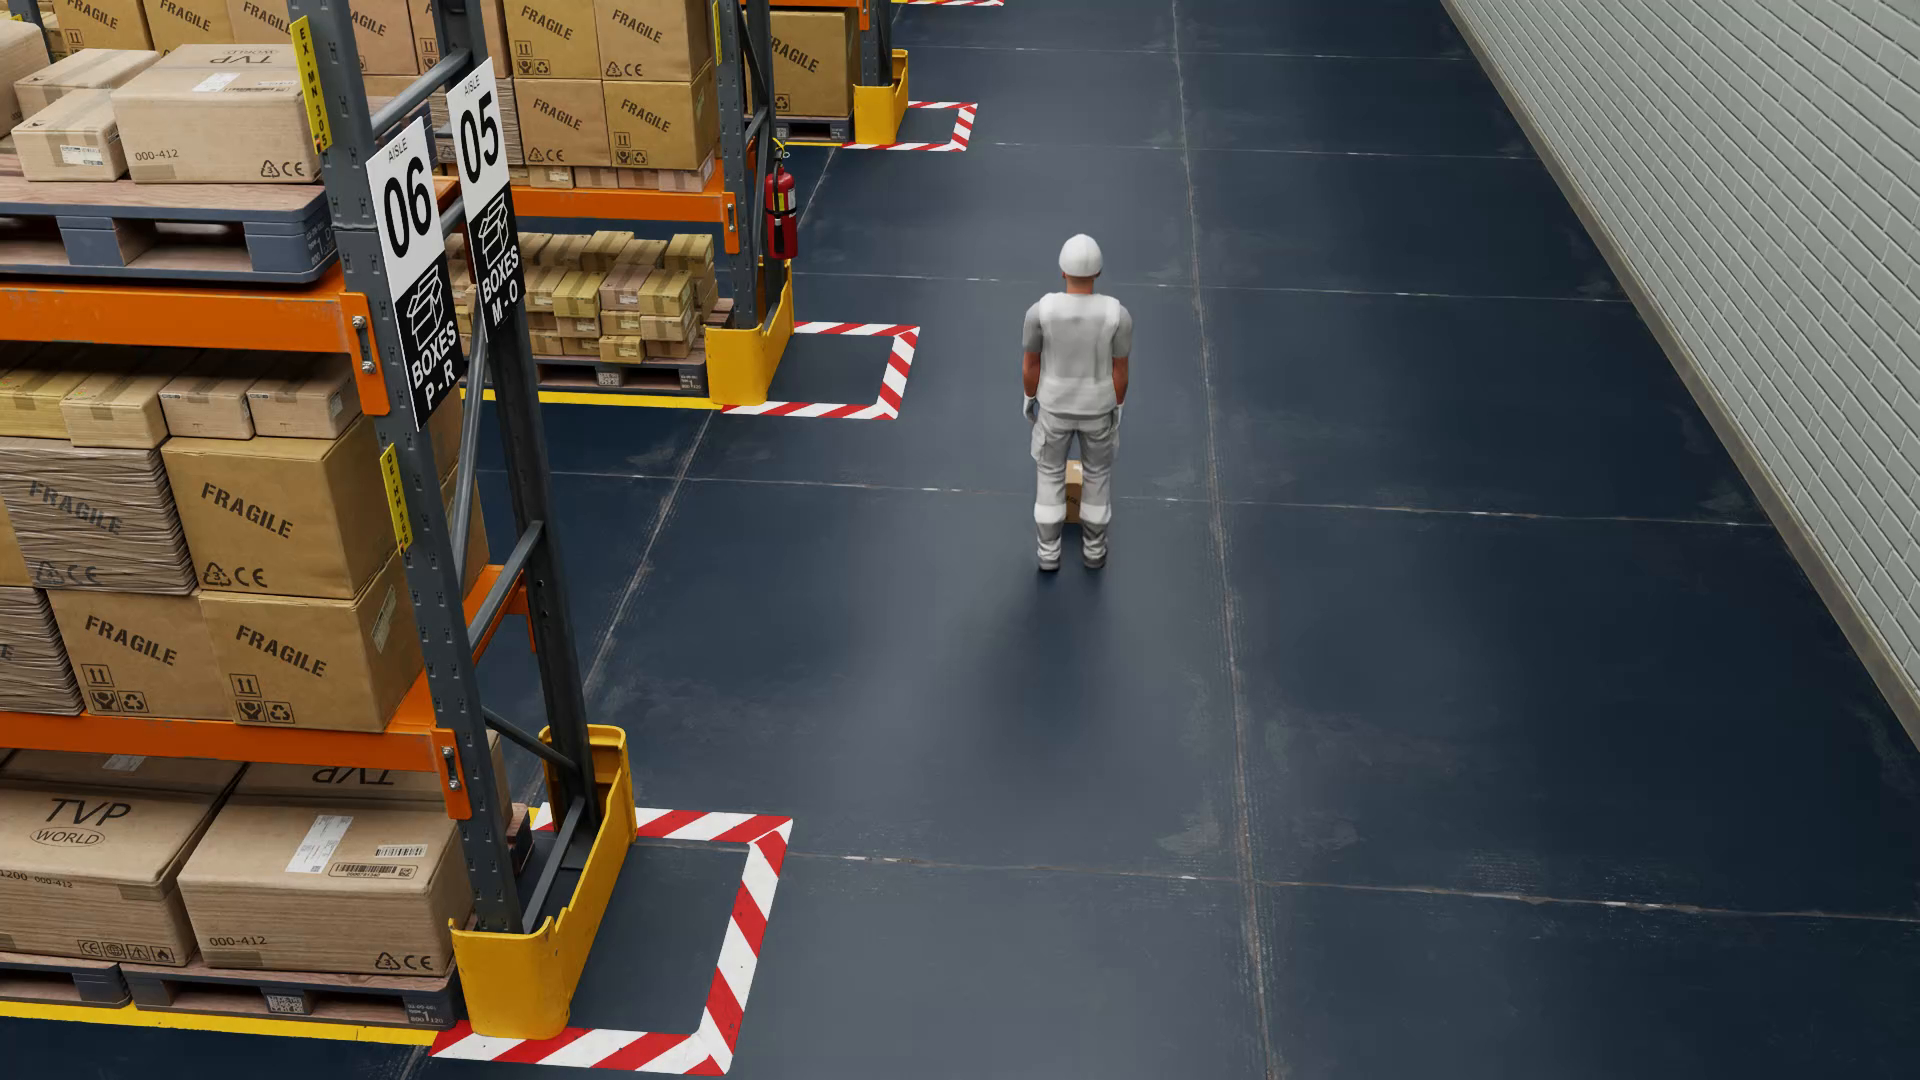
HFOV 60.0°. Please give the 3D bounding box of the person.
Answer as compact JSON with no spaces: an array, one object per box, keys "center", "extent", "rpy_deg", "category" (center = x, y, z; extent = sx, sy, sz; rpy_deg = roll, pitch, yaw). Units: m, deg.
[{"center":[0.568,-0.658,8.211],"extent":[0.525,1.809,0.364],"rpy_deg":[3,32,5],"category":"person"}]
